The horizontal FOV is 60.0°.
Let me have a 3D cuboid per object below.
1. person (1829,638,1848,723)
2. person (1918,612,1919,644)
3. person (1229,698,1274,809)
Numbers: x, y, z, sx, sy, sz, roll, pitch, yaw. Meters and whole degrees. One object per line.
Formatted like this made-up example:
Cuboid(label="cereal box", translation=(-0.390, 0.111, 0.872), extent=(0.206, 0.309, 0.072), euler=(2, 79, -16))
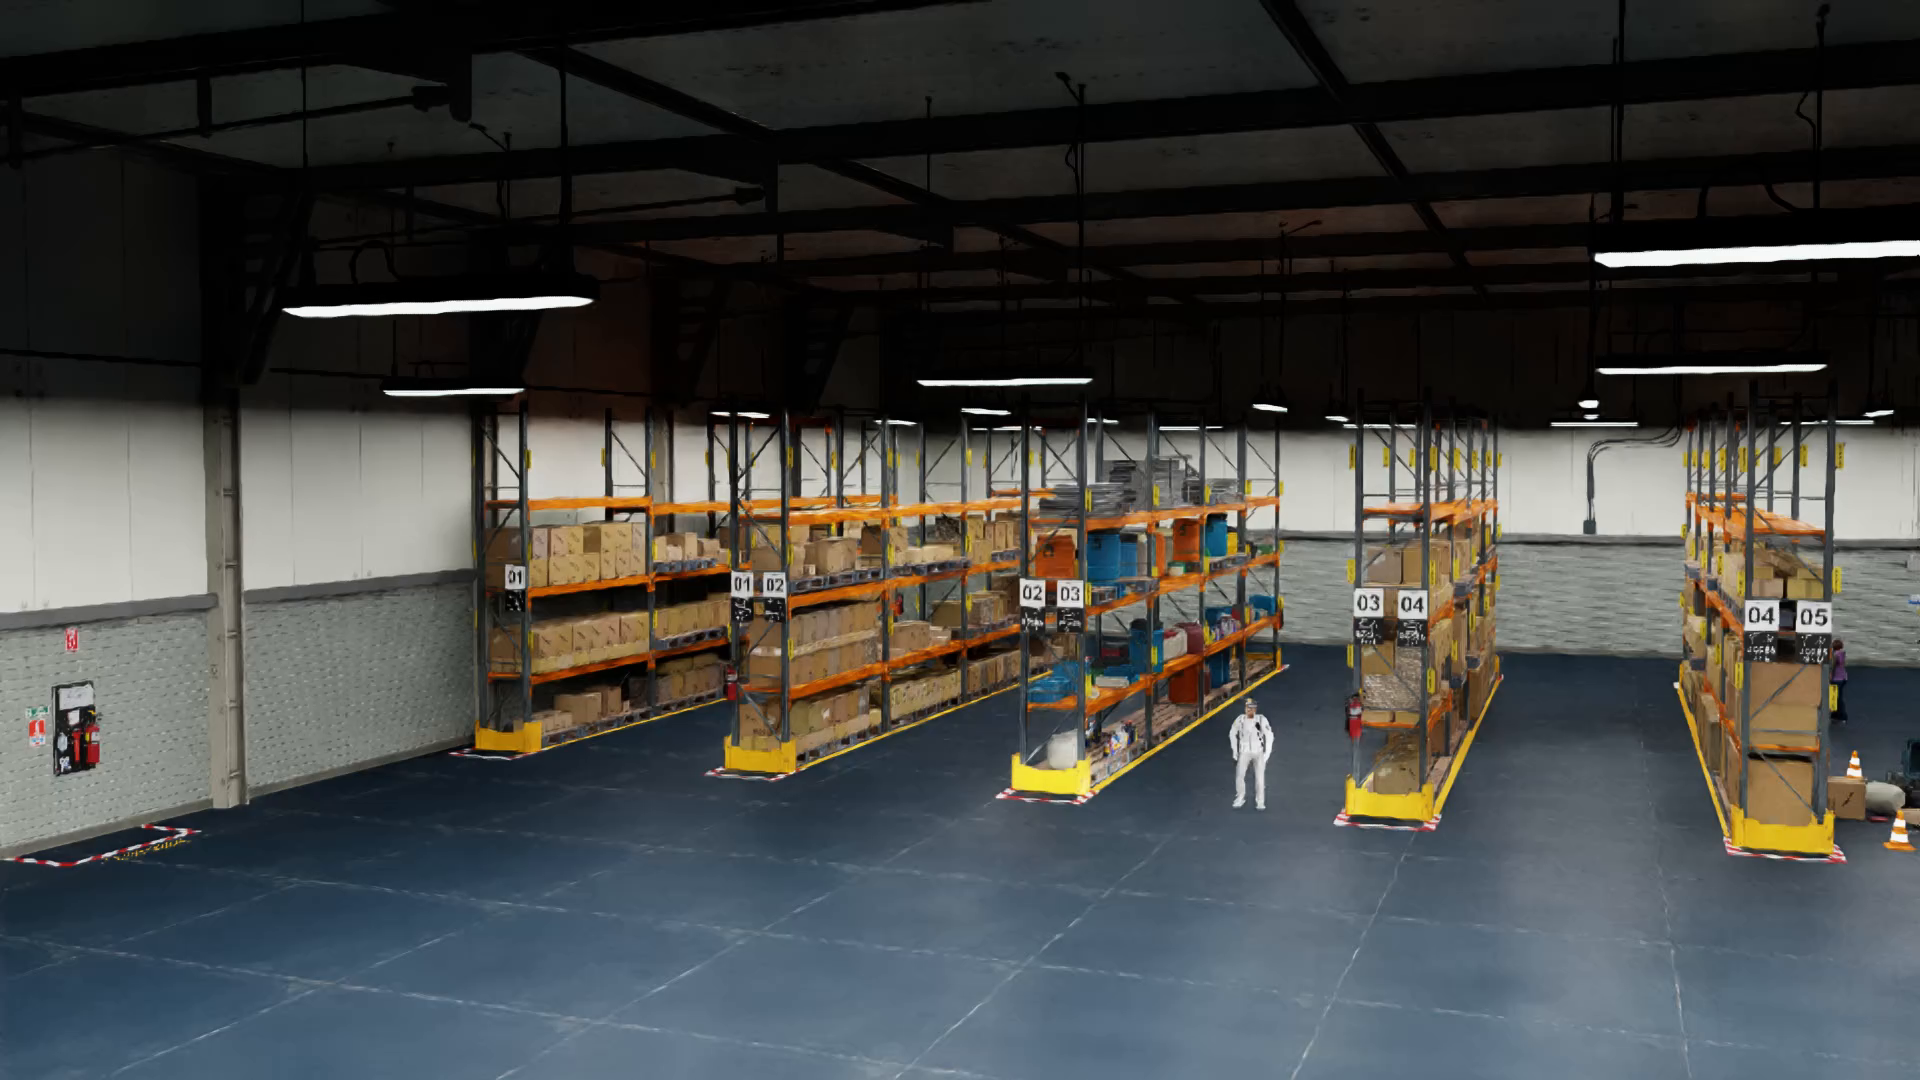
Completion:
Cuboid(label="person", translation=(16.622, 2.661, 31.531), extent=(0.494, 1.596, 0.511), euler=(-2, 4, -39))
Cuboid(label="person", translation=(22.716, 2.235, 38.837), extent=(0.629, 1.765, 0.616), euler=(-2, 3, -34))
Cuboid(label="person", translation=(4.164, 3.036, 23.771), extent=(0.639, 1.632, 0.512), euler=(1, 3, 19))
